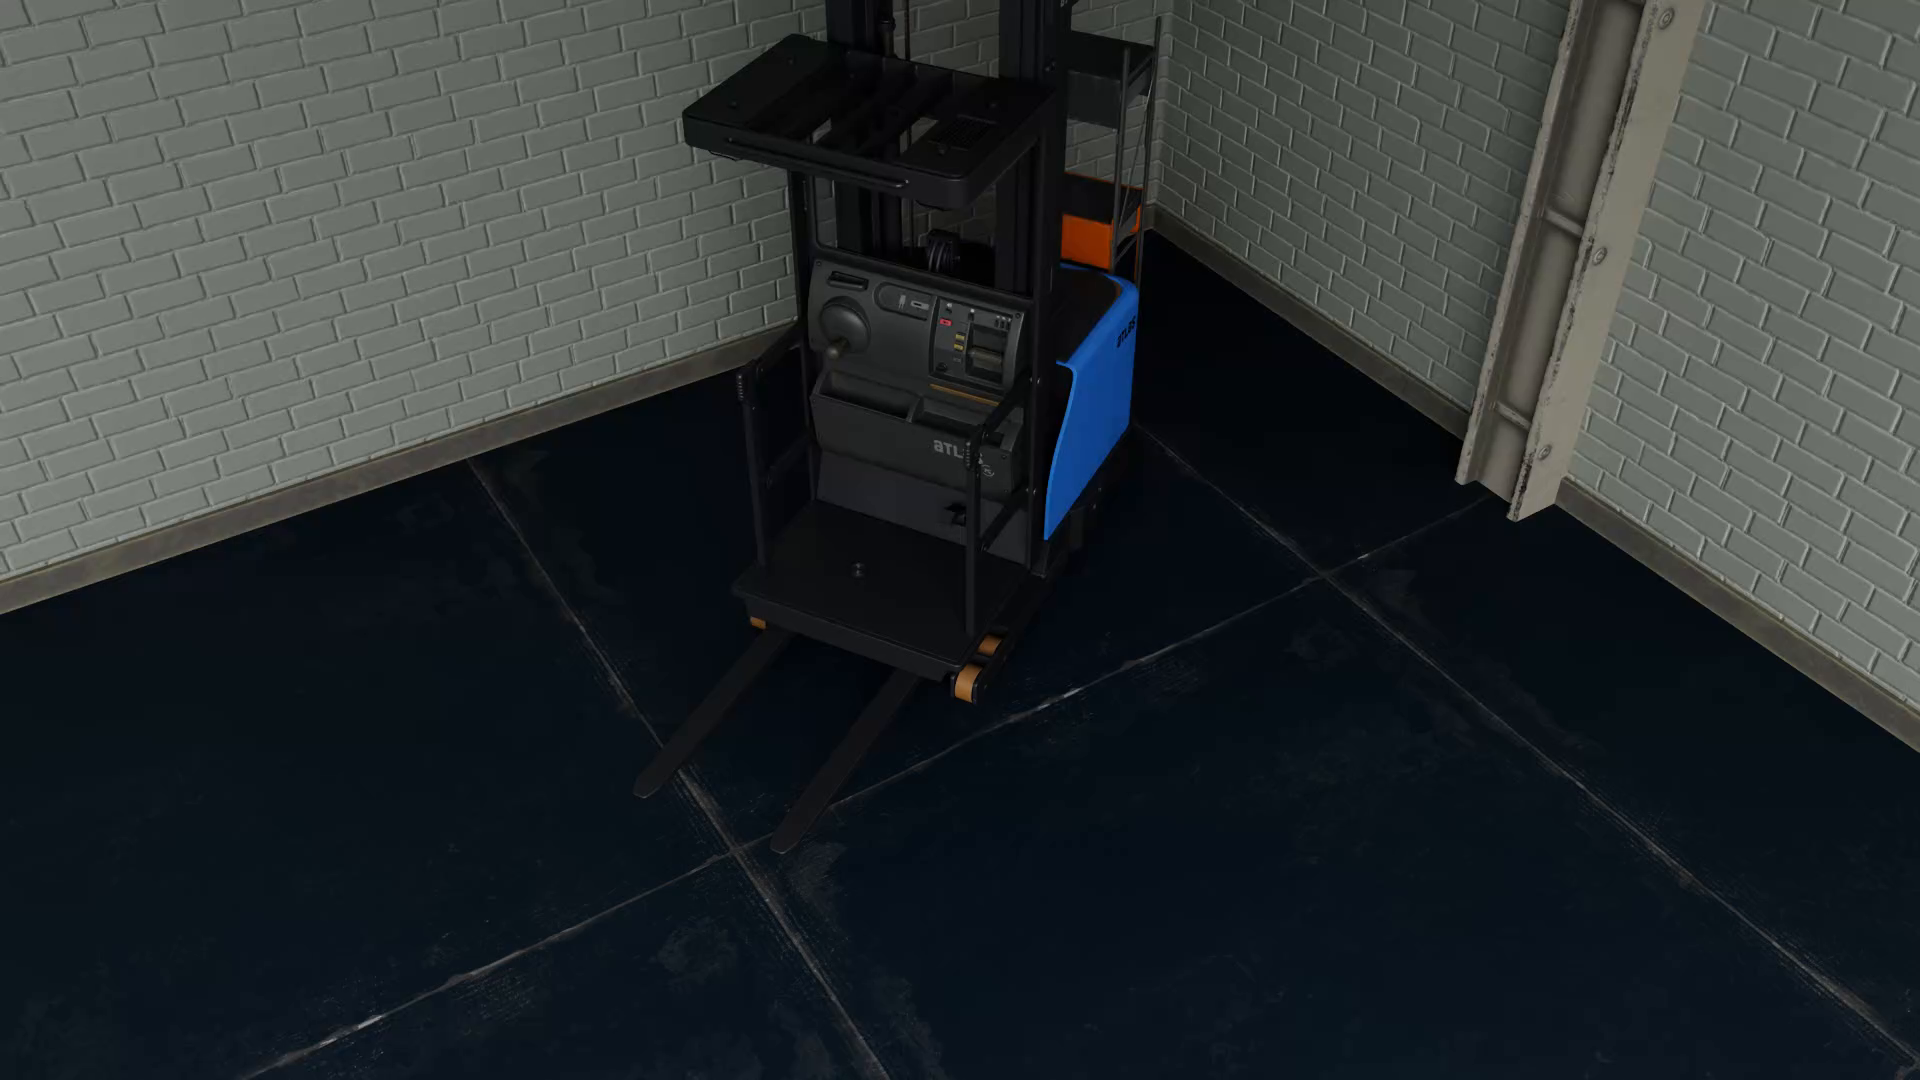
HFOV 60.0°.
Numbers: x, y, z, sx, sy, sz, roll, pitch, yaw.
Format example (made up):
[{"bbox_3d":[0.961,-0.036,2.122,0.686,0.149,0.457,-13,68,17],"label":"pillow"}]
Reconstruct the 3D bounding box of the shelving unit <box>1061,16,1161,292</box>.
[{"bbox_3d":[0.569,-1.442,7.901,0.503,2.100,0.431,18,43,20],"label":"shelving unit"}]

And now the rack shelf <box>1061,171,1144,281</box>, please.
[{"bbox_3d":[0.569,-1.431,7.909,0.480,0.518,0.431,18,43,20],"label":"rack shelf"}]

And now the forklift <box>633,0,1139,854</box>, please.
[{"bbox_3d":[-0.276,-0.769,6.444,1.130,2.935,3.031,18,43,20],"label":"forklift"}]

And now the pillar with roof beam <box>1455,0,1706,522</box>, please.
[{"bbox_3d":[-0.968,-2.220,3.445,9.100,9.000,0.400,-22,45,-24],"label":"pillar with roof beam"}]

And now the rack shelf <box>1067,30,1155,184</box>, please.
[{"bbox_3d":[0.569,-1.969,7.461,0.480,0.518,0.431,18,43,20],"label":"rack shelf"}]

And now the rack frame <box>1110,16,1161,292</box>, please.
[{"bbox_3d":[0.788,-1.373,7.818,0.015,2.100,0.400,18,43,20],"label":"rack frame"}]
